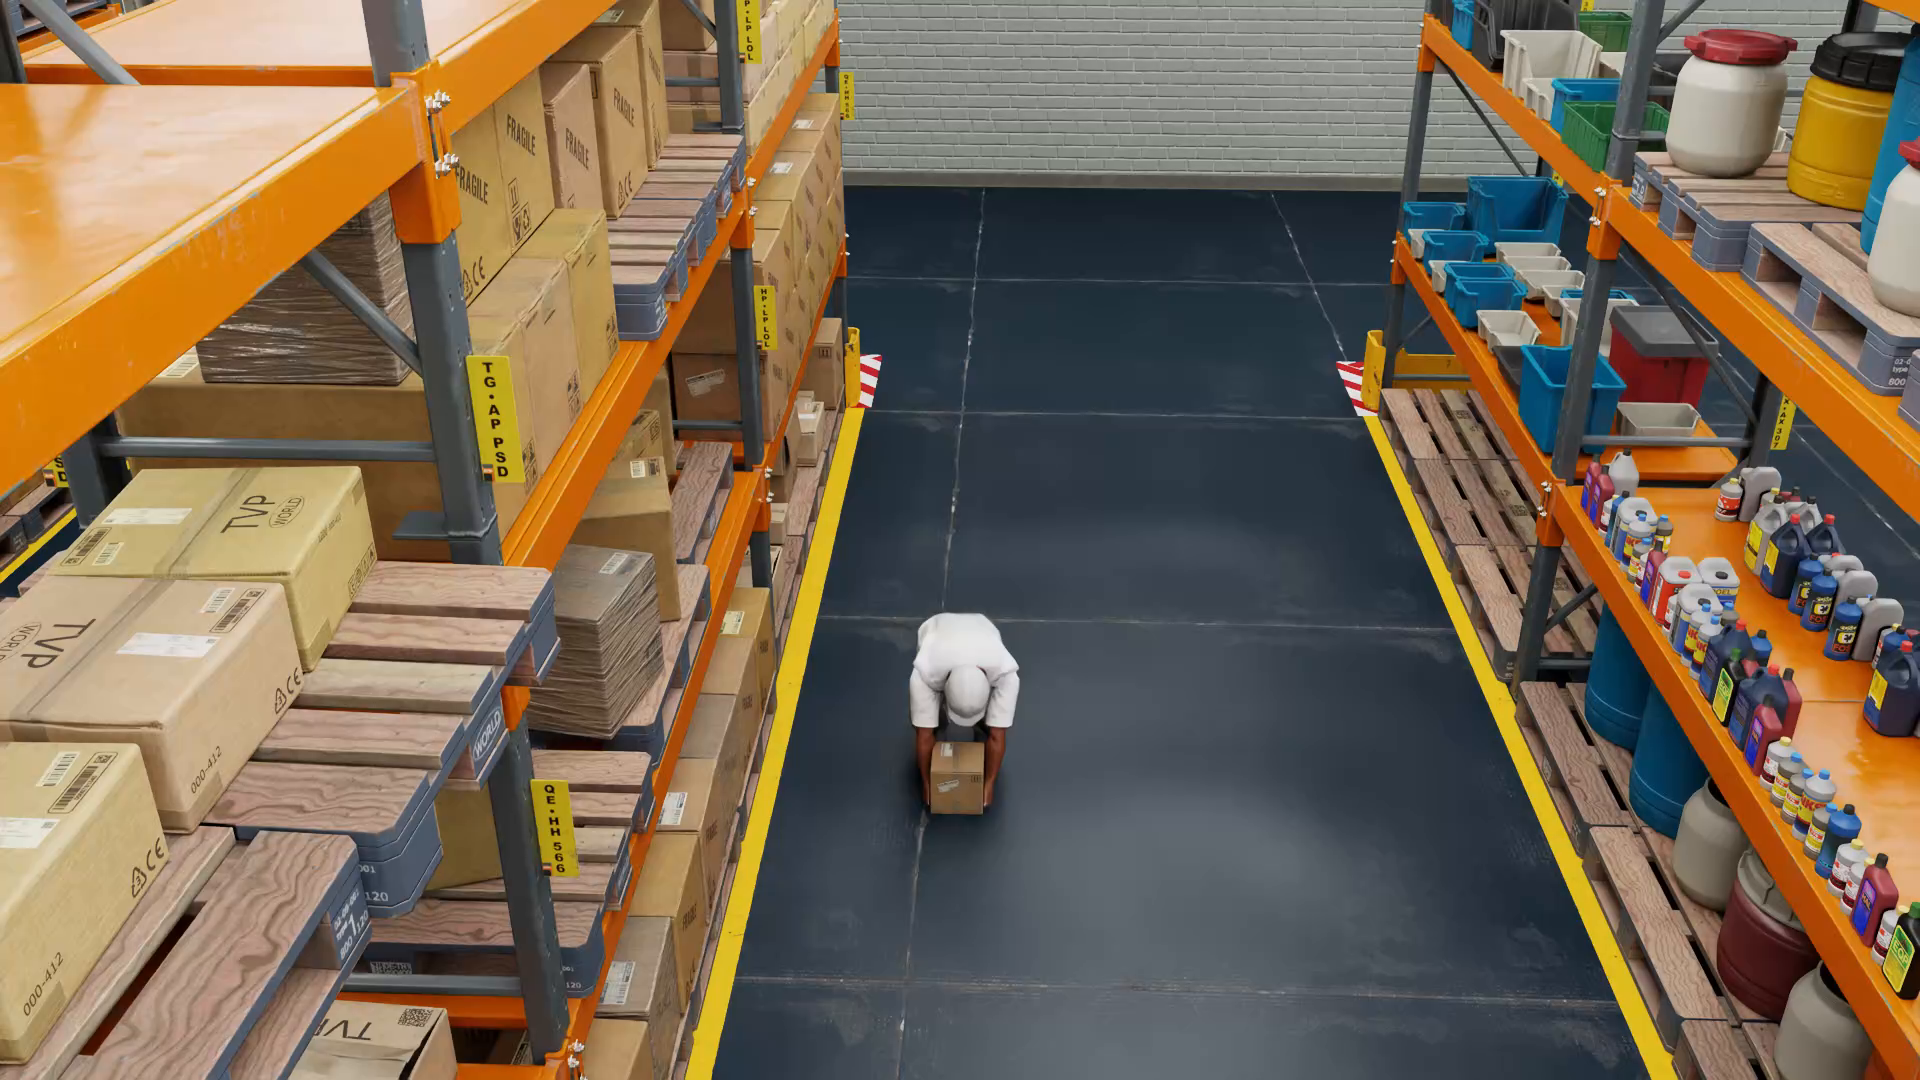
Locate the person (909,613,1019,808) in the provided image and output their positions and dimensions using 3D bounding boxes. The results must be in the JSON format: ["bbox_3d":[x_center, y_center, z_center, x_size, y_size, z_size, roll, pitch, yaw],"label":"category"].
[{"bbox_3d":[0.022,0.785,8.178,0.532,0.814,0.958,1,28,2],"label":"person"}]
